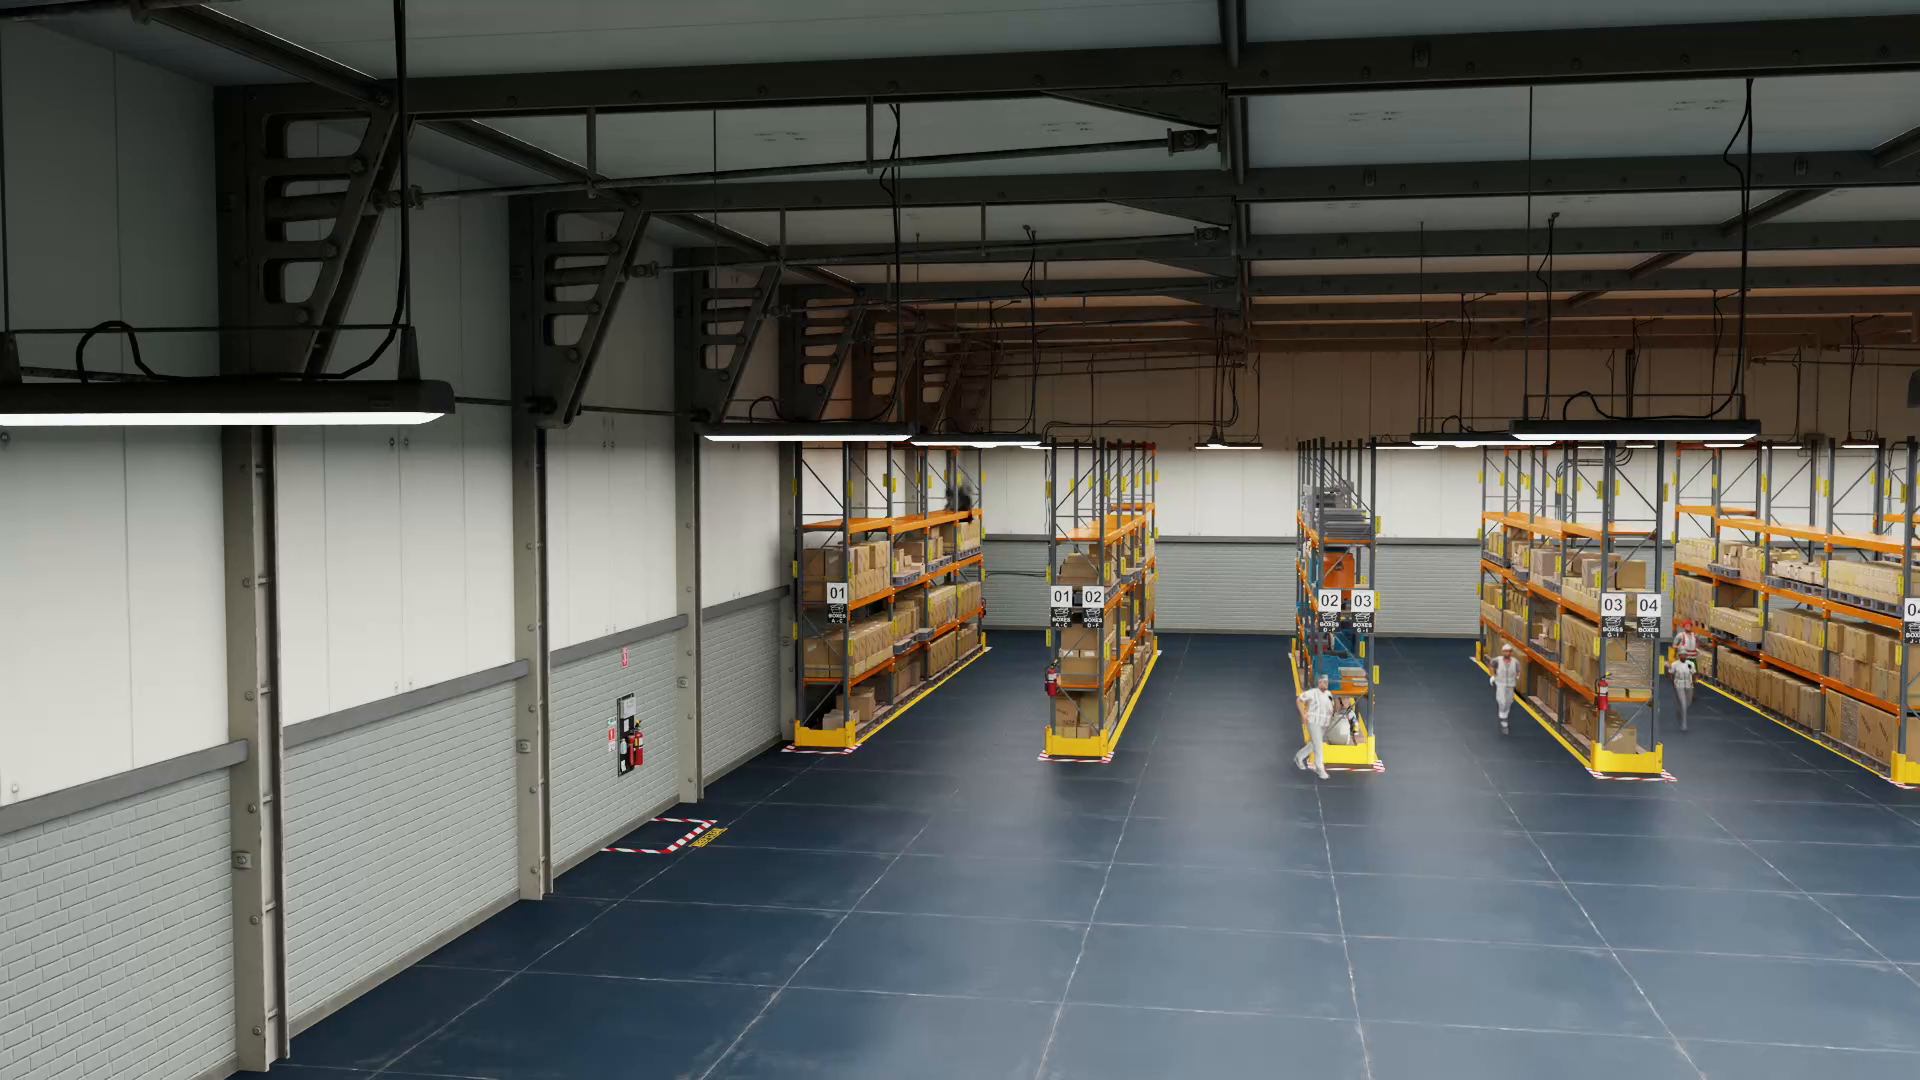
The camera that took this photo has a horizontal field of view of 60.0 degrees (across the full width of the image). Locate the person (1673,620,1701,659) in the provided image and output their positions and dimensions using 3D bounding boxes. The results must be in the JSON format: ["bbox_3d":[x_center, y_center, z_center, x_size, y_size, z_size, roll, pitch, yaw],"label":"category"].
[{"bbox_3d":[17.011,2.335,38.811,0.656,0.902,0.588,0,3,3],"label":"person"}]

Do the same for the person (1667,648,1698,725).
[{"bbox_3d":[15.008,3.023,34.523,0.576,1.605,0.606,1,3,10],"label":"person"}]

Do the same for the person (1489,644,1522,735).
[{"bbox_3d":[11.167,3.020,34.114,0.452,1.803,0.978,0,3,4],"label":"person"}]

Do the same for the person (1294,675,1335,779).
[{"bbox_3d":[6.381,3.275,29.609,0.700,1.774,0.967,-2,4,-36],"label":"person"}]
